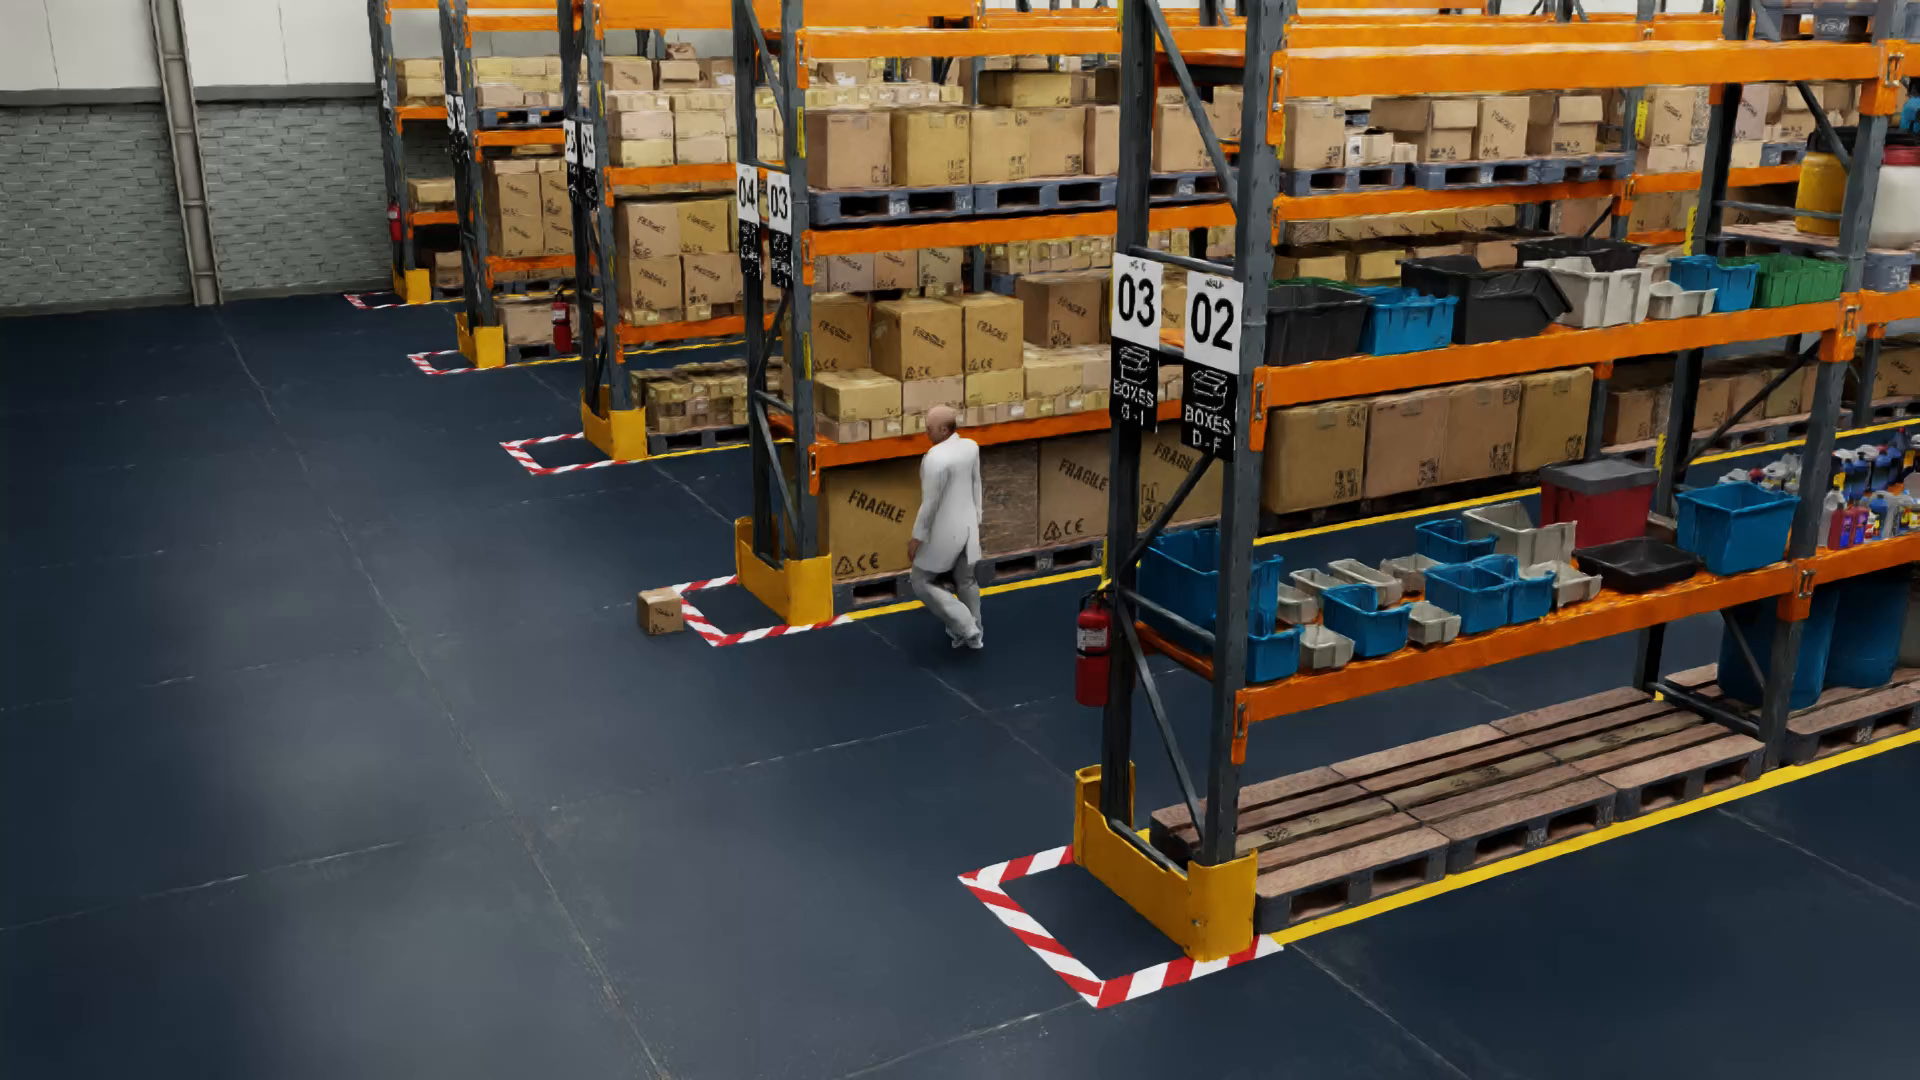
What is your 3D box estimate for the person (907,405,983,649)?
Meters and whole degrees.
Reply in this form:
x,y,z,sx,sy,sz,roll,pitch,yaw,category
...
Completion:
x,y,z,sx,sy,sz,roll,pitch,yaw,category
-0.042,-0.054,11.213,0.555,1.763,0.640,13,22,35,person
